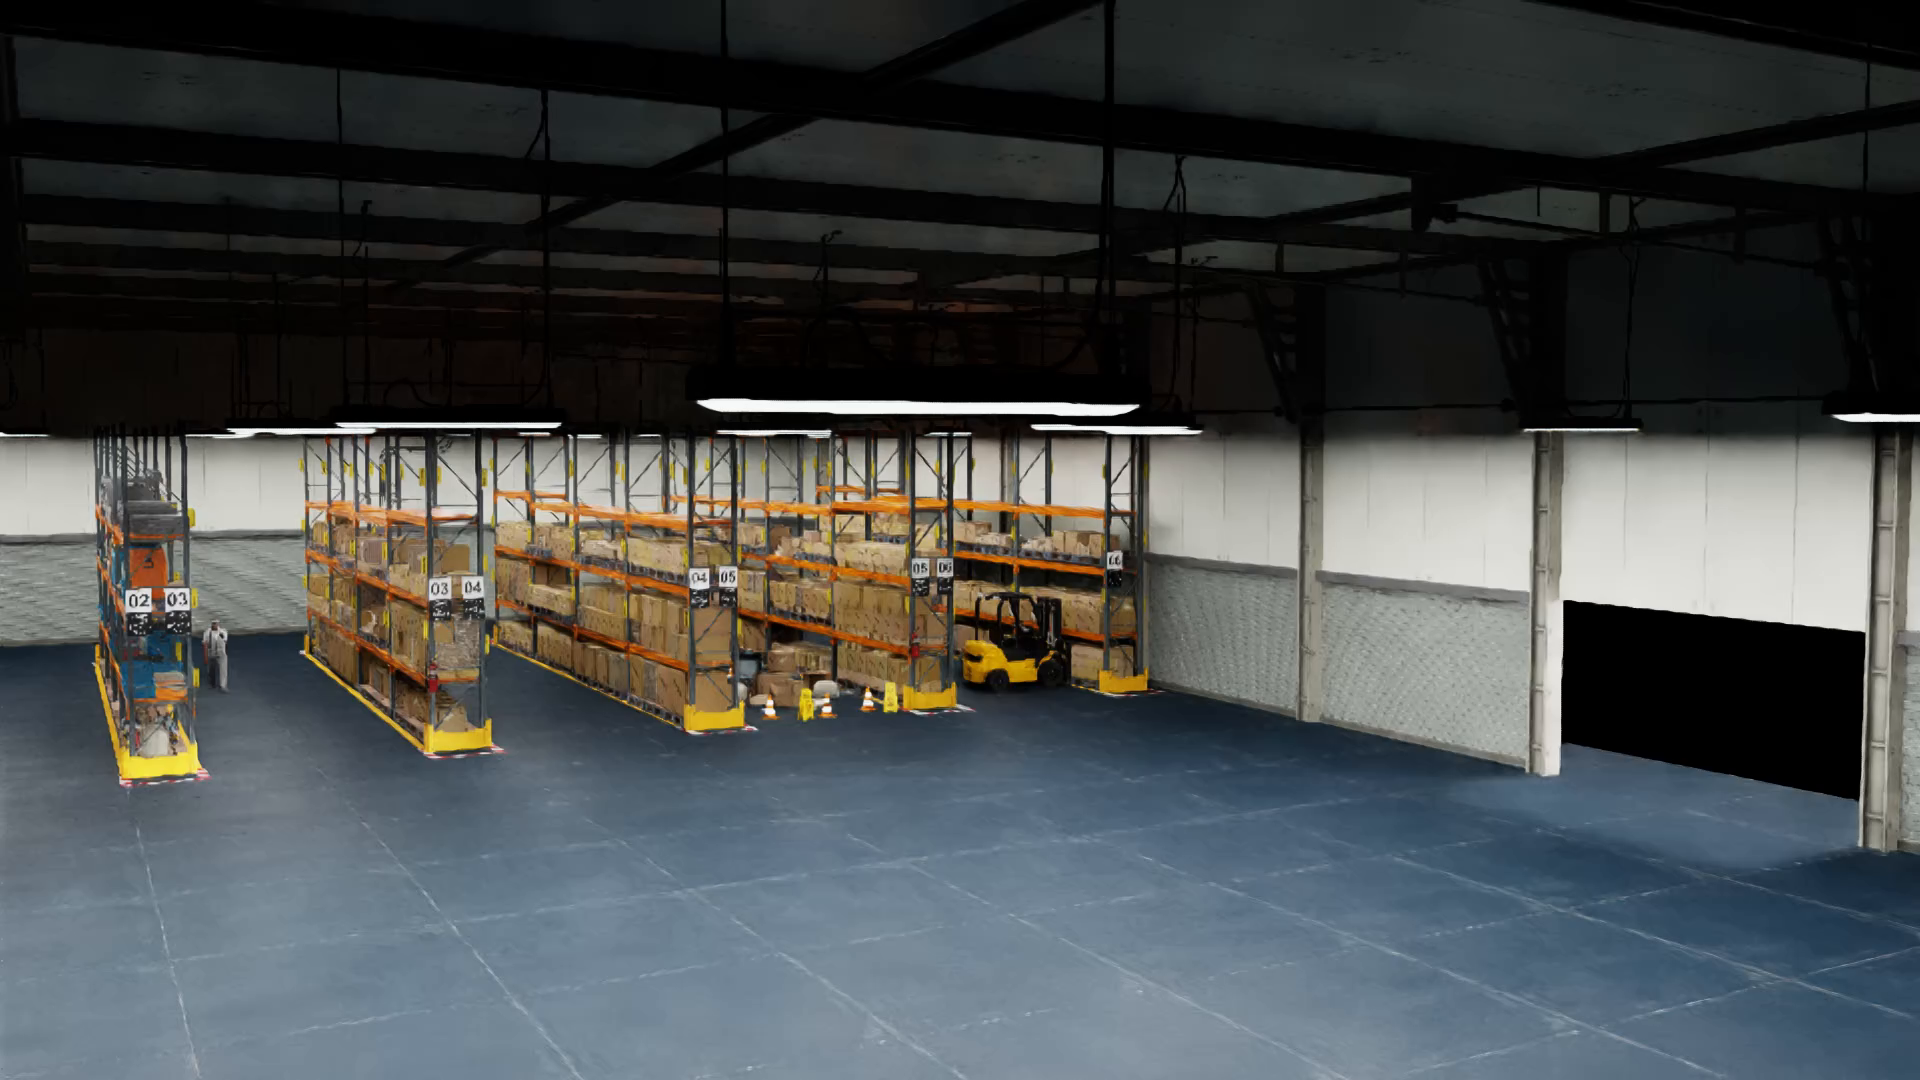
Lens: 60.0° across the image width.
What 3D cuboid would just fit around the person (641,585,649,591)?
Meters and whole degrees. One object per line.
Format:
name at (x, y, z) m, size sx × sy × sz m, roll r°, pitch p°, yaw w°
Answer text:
person at (-8.980, 2.015, 47.637) m, size 0.496 × 1.645 × 0.605 m, roll -2°, pitch 4°, yaw -34°

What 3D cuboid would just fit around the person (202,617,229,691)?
person at (-16.910, 2.581, 37.774) m, size 0.542 × 1.675 × 1.126 m, roll -2°, pitch 4°, yaw -26°
